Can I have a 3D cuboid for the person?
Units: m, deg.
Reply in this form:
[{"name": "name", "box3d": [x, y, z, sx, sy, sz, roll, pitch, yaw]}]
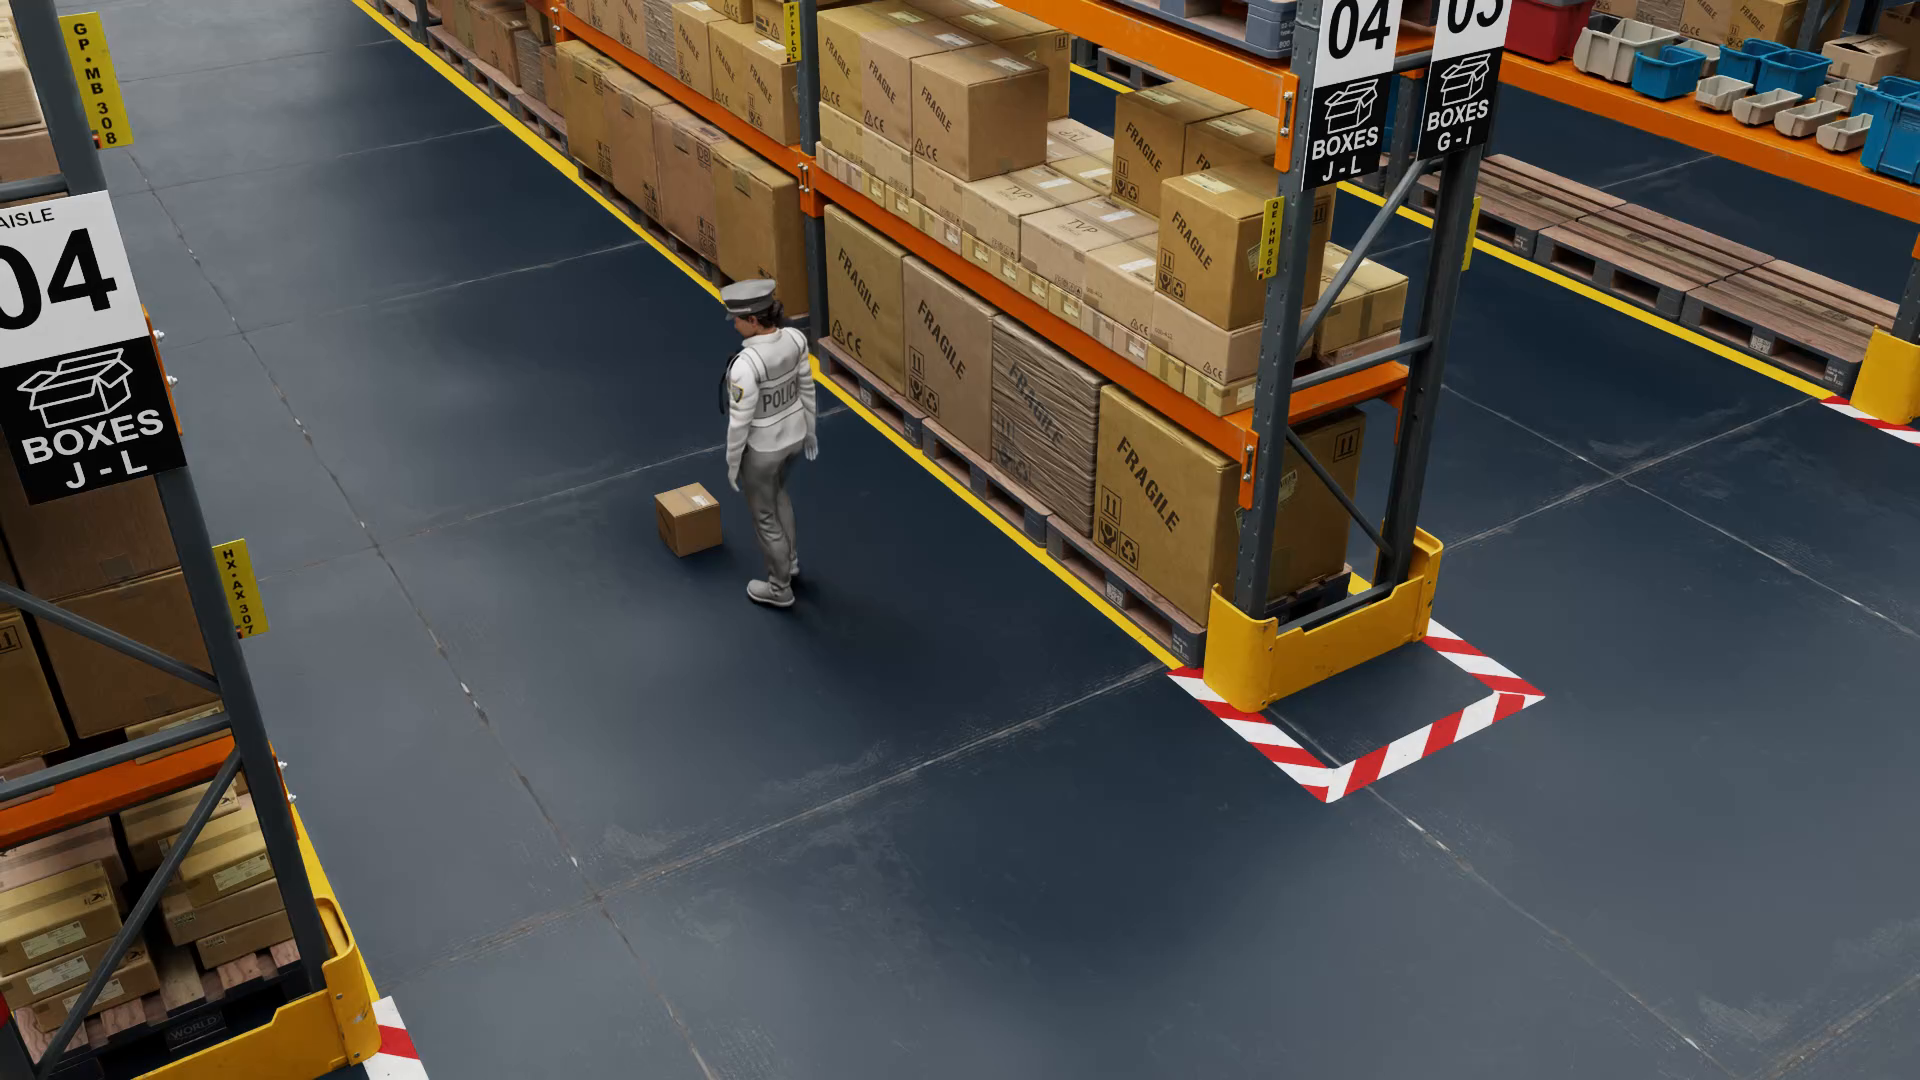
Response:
[{"name": "person", "box3d": [-0.915, -0.403, 7.795, 0.361, 1.748, 0.516, 22, 39, 30]}]
